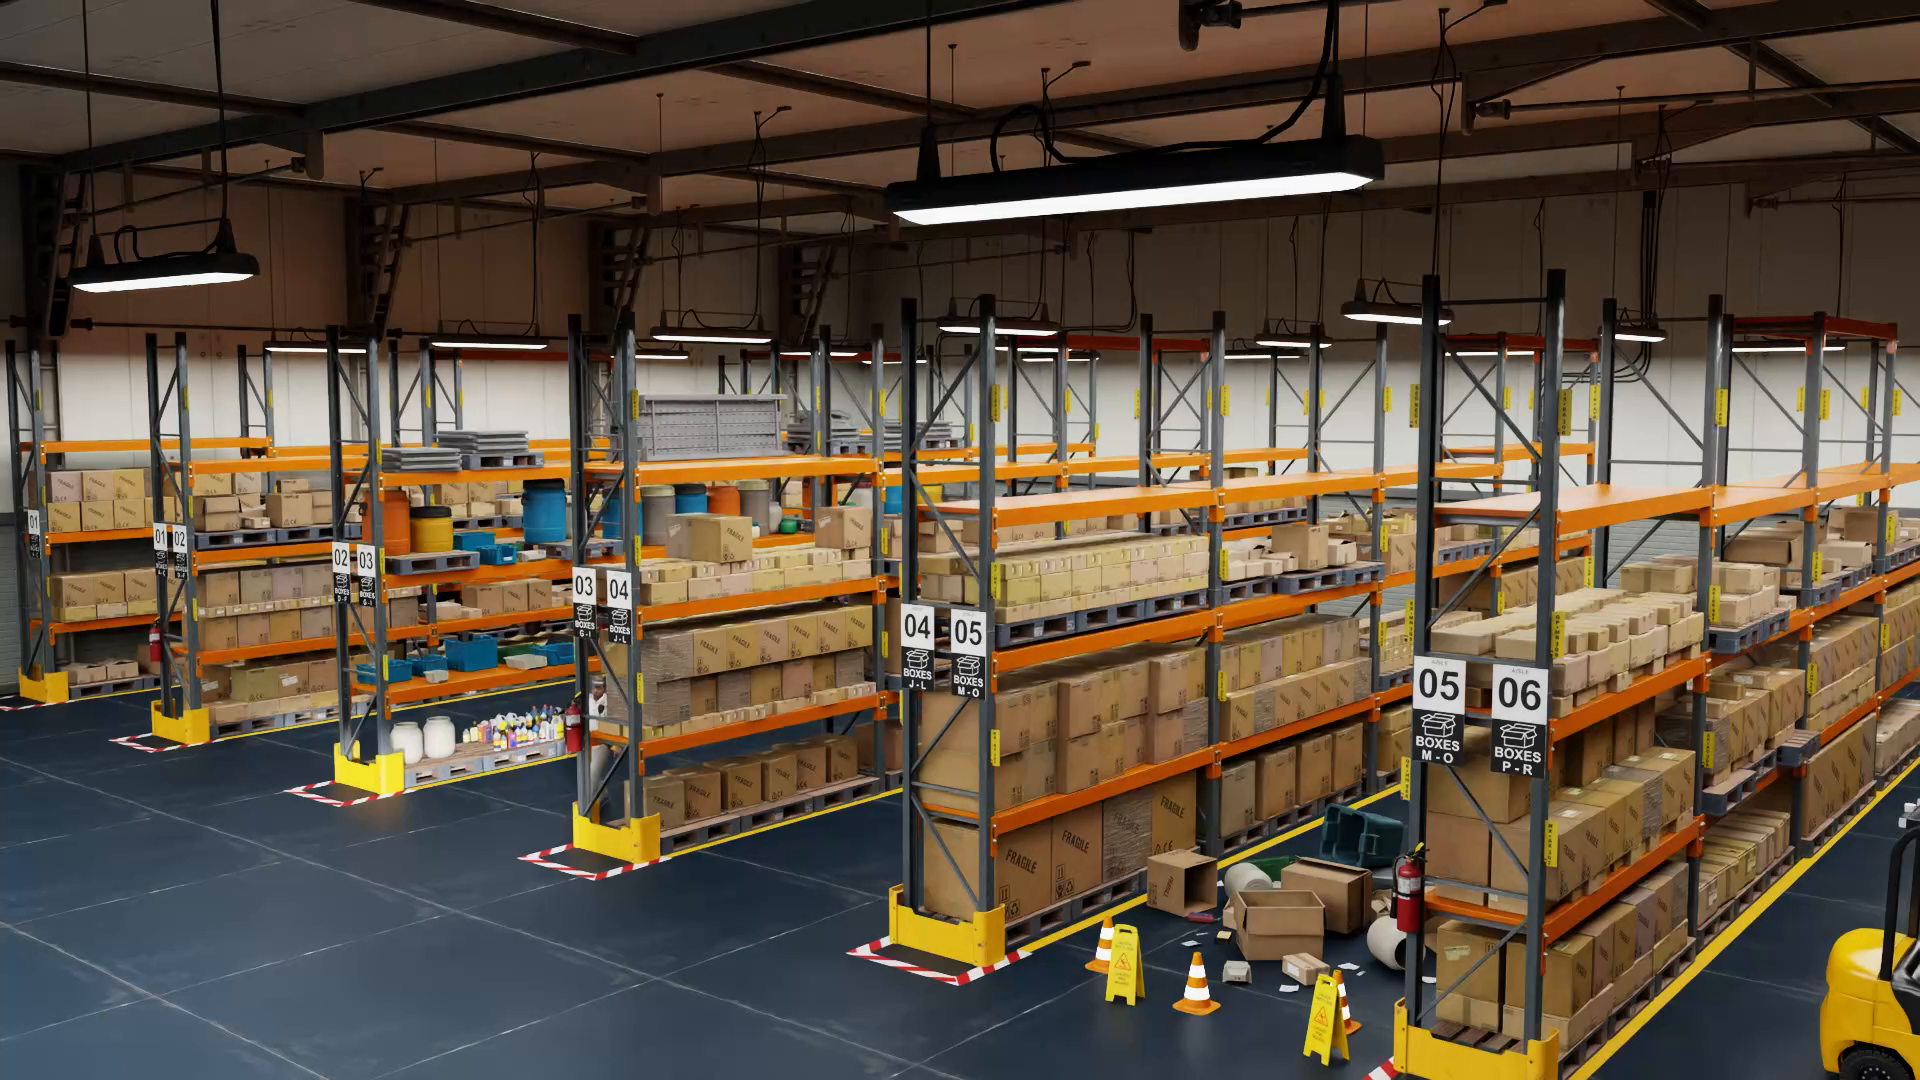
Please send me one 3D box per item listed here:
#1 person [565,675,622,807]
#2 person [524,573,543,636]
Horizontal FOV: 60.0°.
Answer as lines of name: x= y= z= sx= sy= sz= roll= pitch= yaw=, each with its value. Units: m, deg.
person: x=-4.432 y=2.508 z=20.169 sx=0.625 sy=1.777 sz=0.761 roll=2 pitch=6 yaw=21
person: x=-8.159 y=1.456 z=31.610 sx=0.569 sy=1.718 sz=0.461 roll=3 pitch=6 yaw=32
